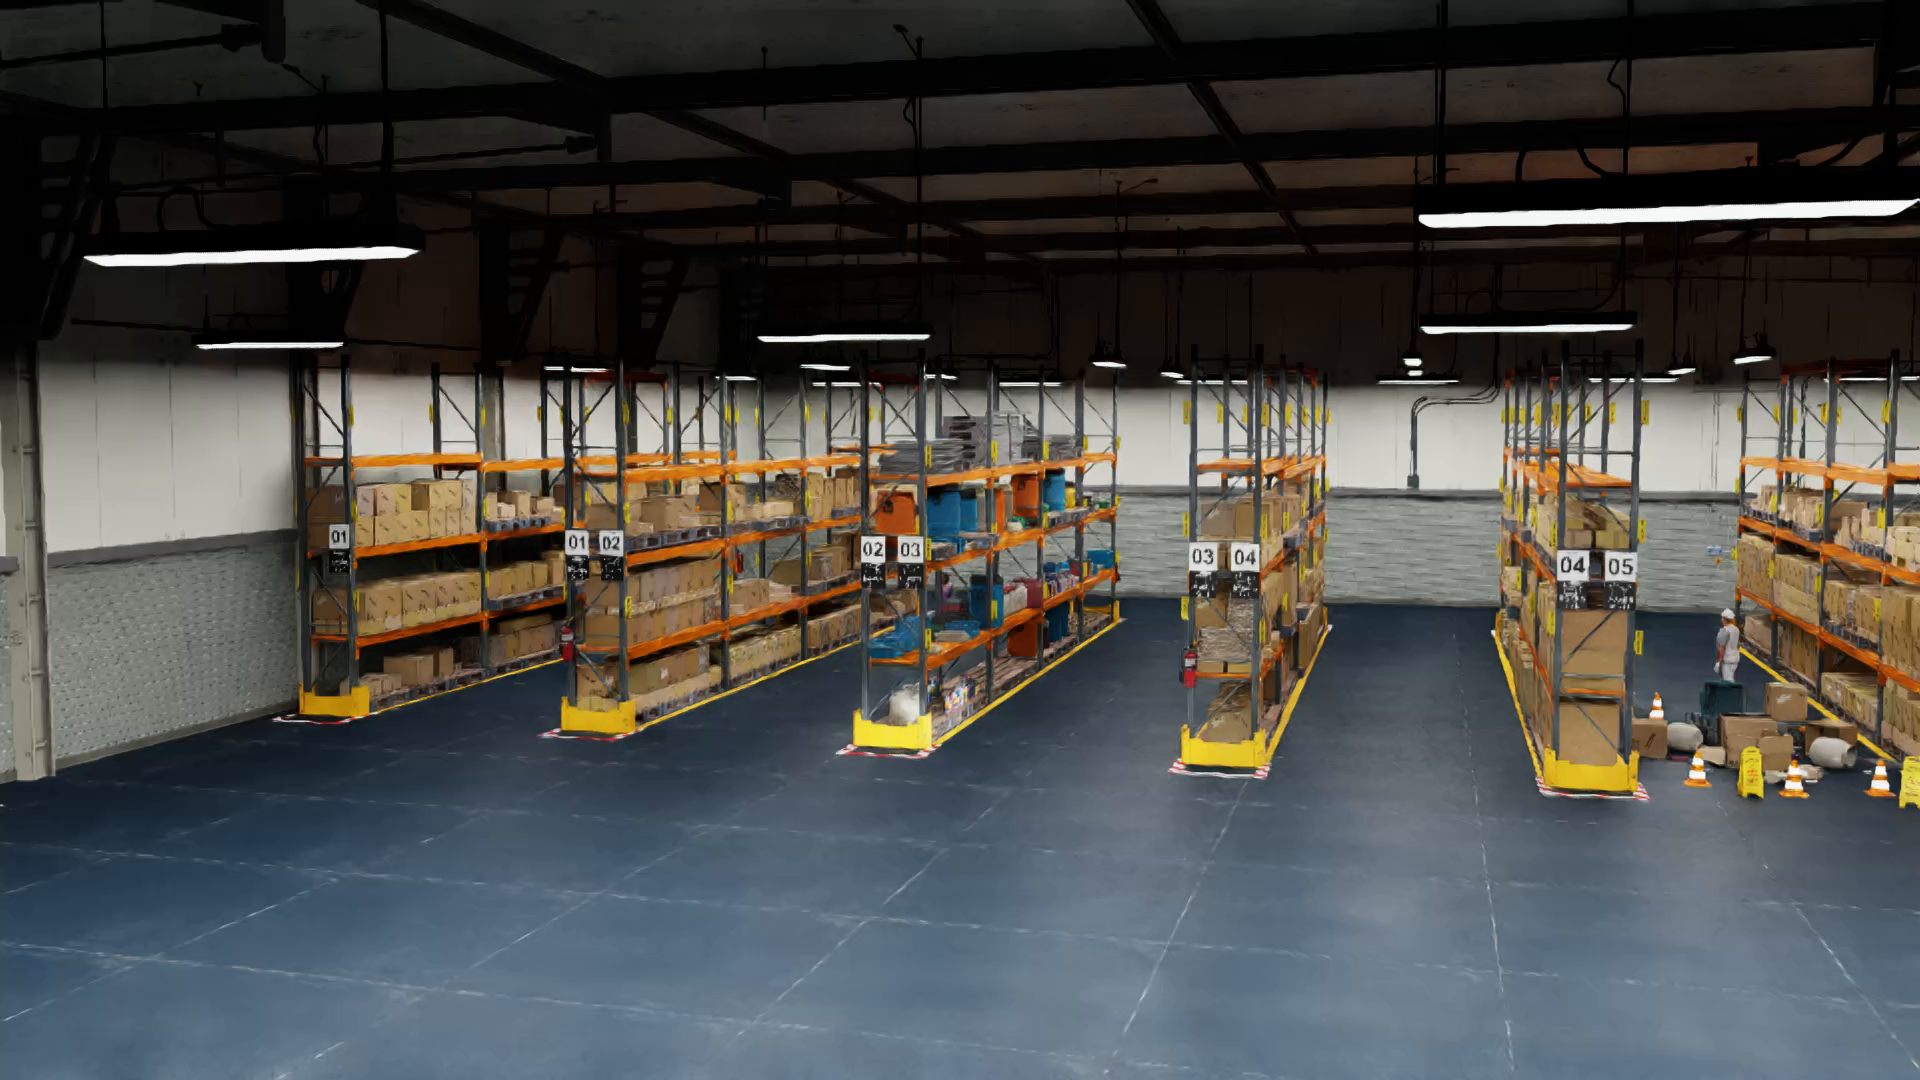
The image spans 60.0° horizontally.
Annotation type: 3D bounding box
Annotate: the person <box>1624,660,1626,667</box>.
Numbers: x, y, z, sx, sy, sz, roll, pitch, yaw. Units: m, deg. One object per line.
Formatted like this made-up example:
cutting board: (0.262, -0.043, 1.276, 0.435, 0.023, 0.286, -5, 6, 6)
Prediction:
person: (13.148, 1.619, 33.128, 0.447, 1.771, 0.632, -1, 4, -15)

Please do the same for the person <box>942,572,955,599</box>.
person: (-0.330, 1.463, 36.914, 0.417, 1.517, 1.037, 1, 5, 18)

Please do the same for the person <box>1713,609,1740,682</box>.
person: (12.679, 2.027, 27.575, 0.575, 1.785, 0.655, 4, 6, 44)
